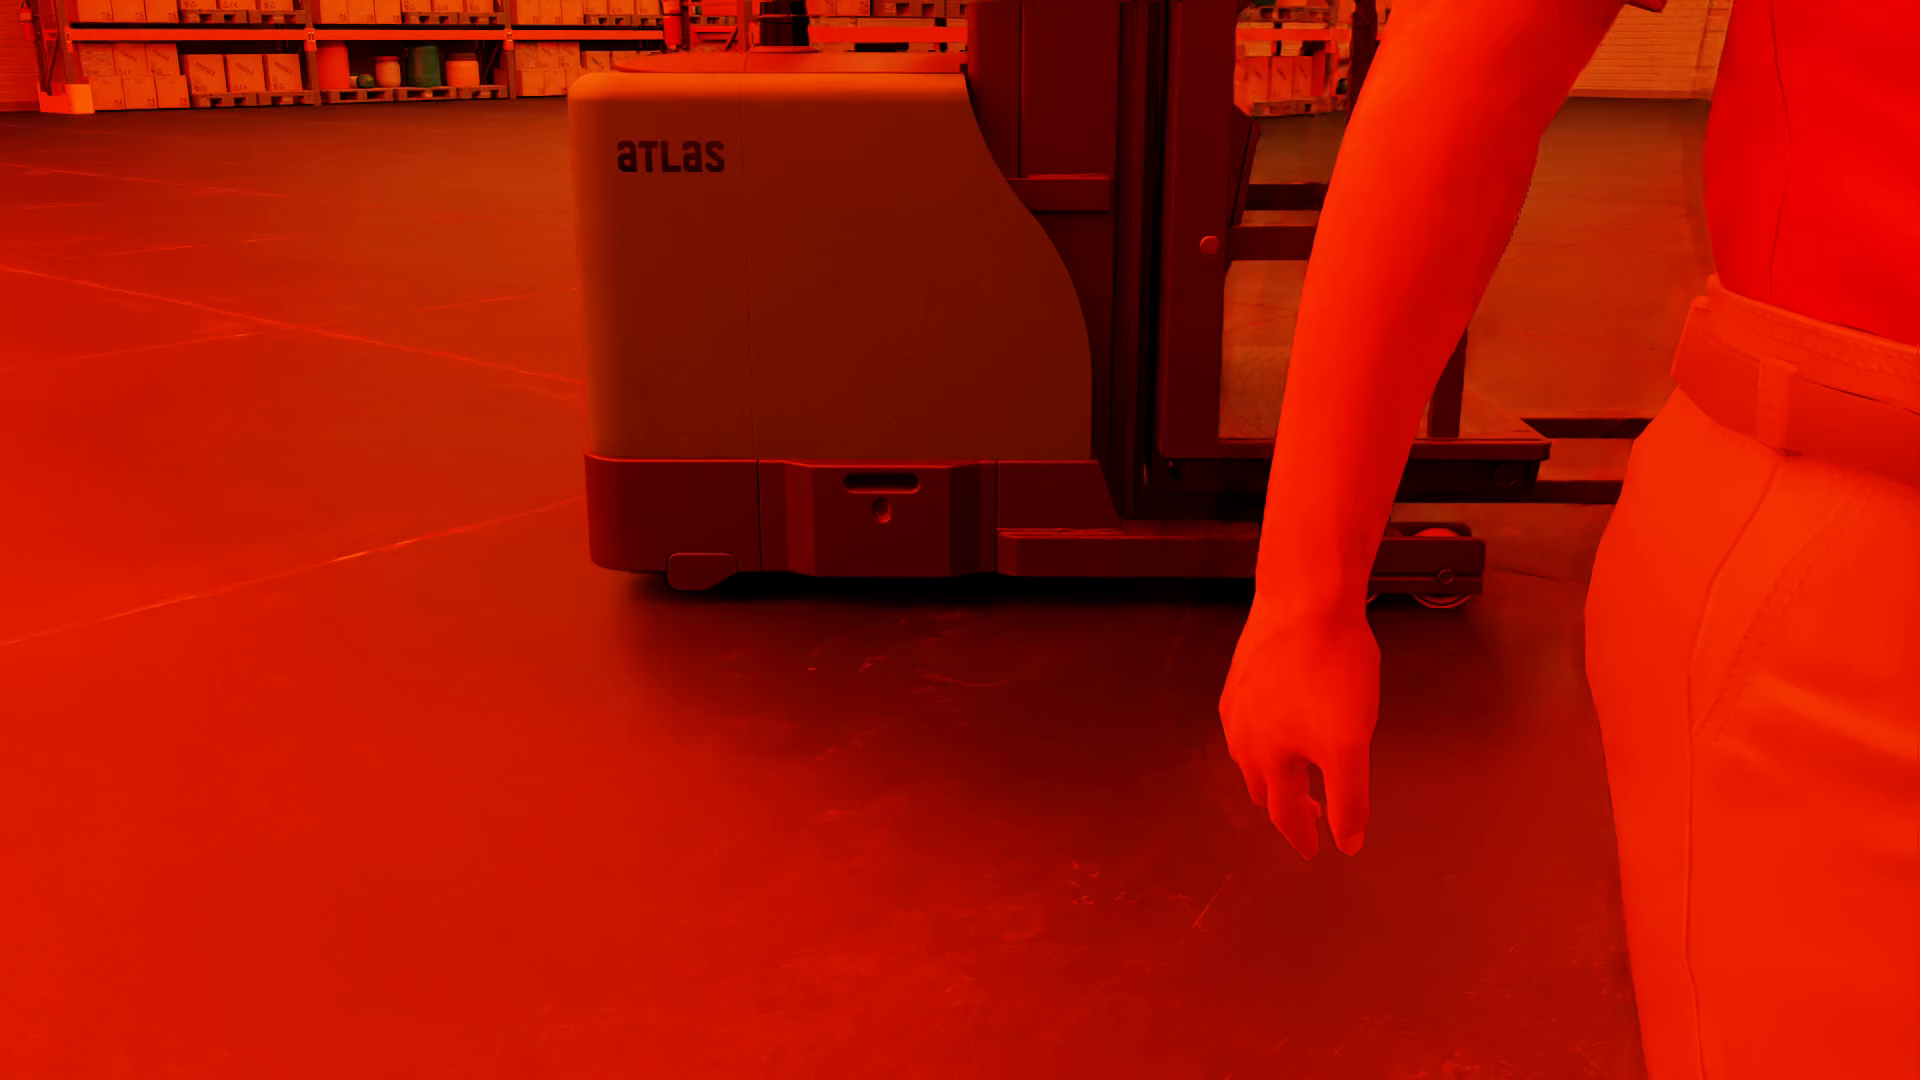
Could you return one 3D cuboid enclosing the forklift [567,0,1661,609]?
[{"bbox_3d":[0.728,-1.414,3.555,3.031,2.935,1.130,0,17,1],"label":"forklift"}]
